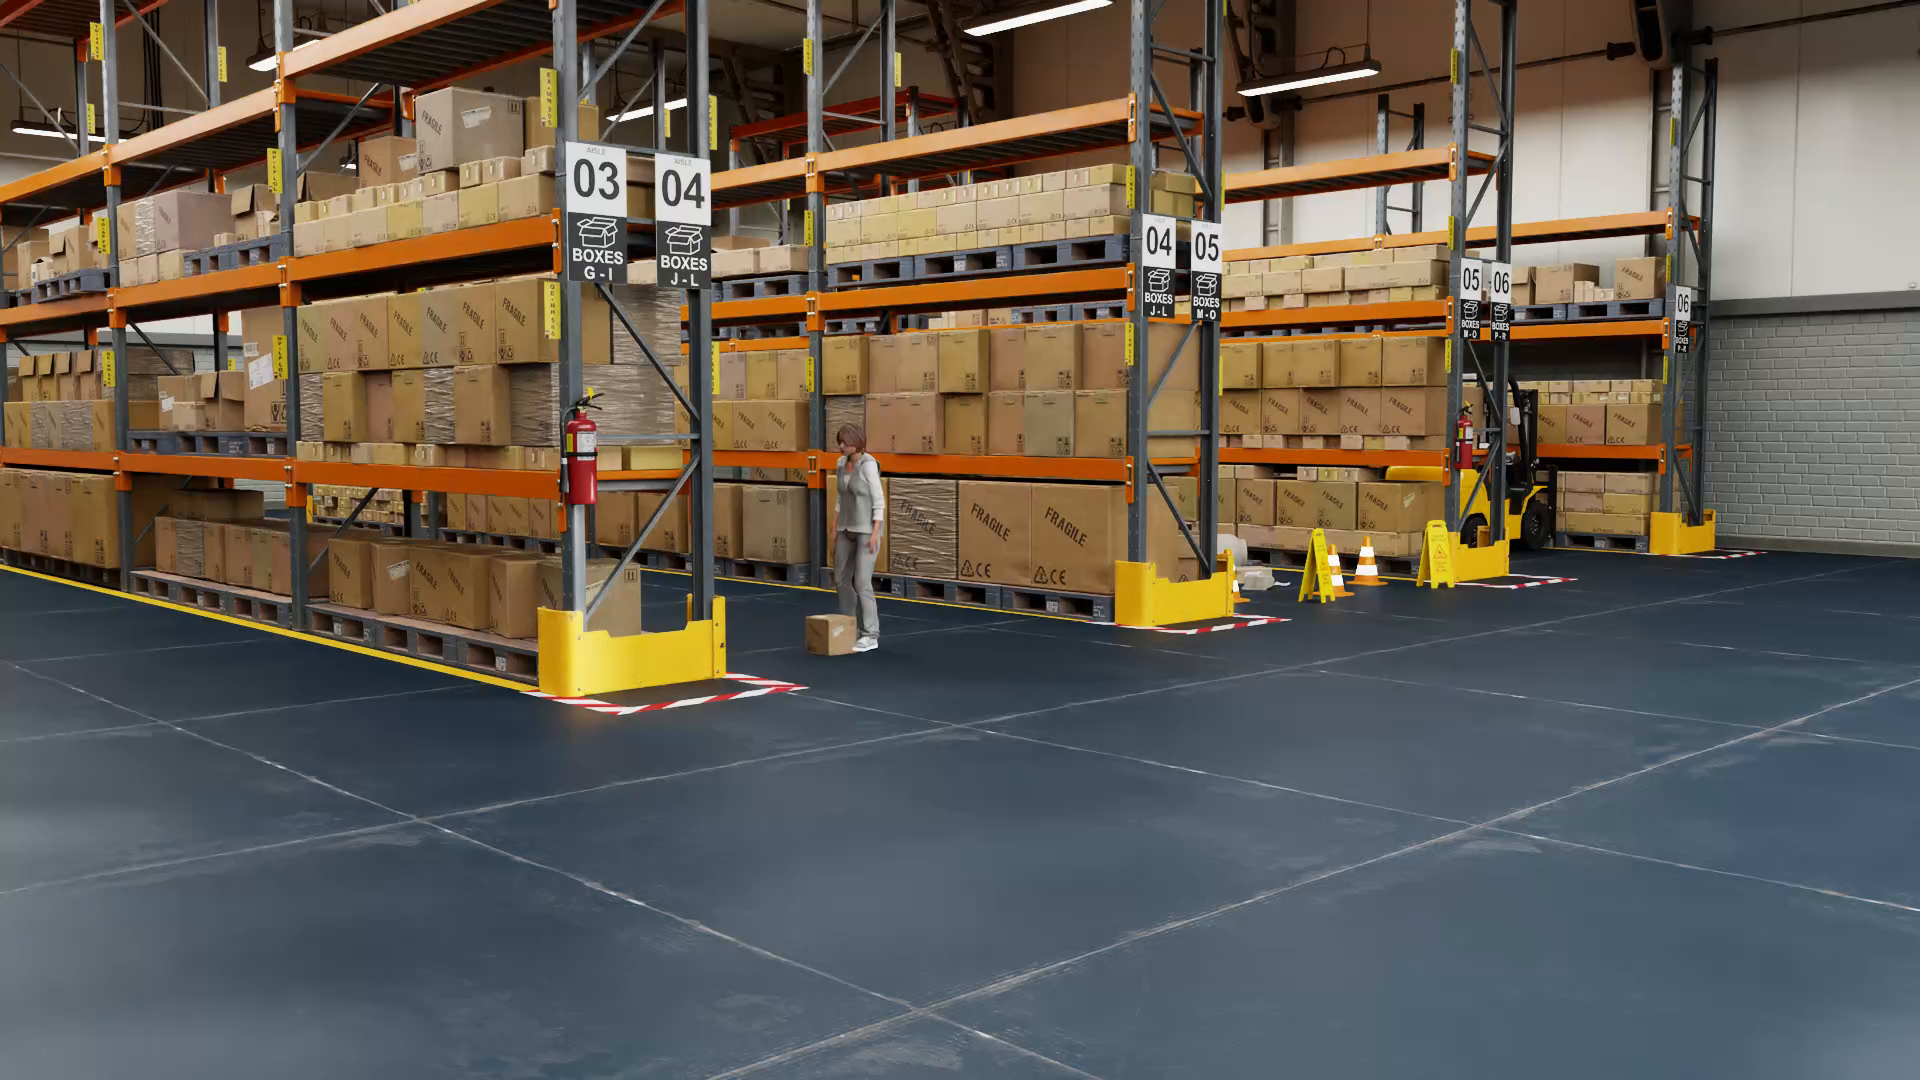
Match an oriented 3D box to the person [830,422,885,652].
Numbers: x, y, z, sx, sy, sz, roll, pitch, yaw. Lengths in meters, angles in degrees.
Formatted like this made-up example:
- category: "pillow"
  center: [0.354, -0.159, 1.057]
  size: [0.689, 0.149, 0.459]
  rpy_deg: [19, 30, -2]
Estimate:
- category: "person"
  center: [-0.730, -0.025, 11.635]
  size: [0.467, 1.592, 0.329]
  rpy_deg: [4, 6, 44]
